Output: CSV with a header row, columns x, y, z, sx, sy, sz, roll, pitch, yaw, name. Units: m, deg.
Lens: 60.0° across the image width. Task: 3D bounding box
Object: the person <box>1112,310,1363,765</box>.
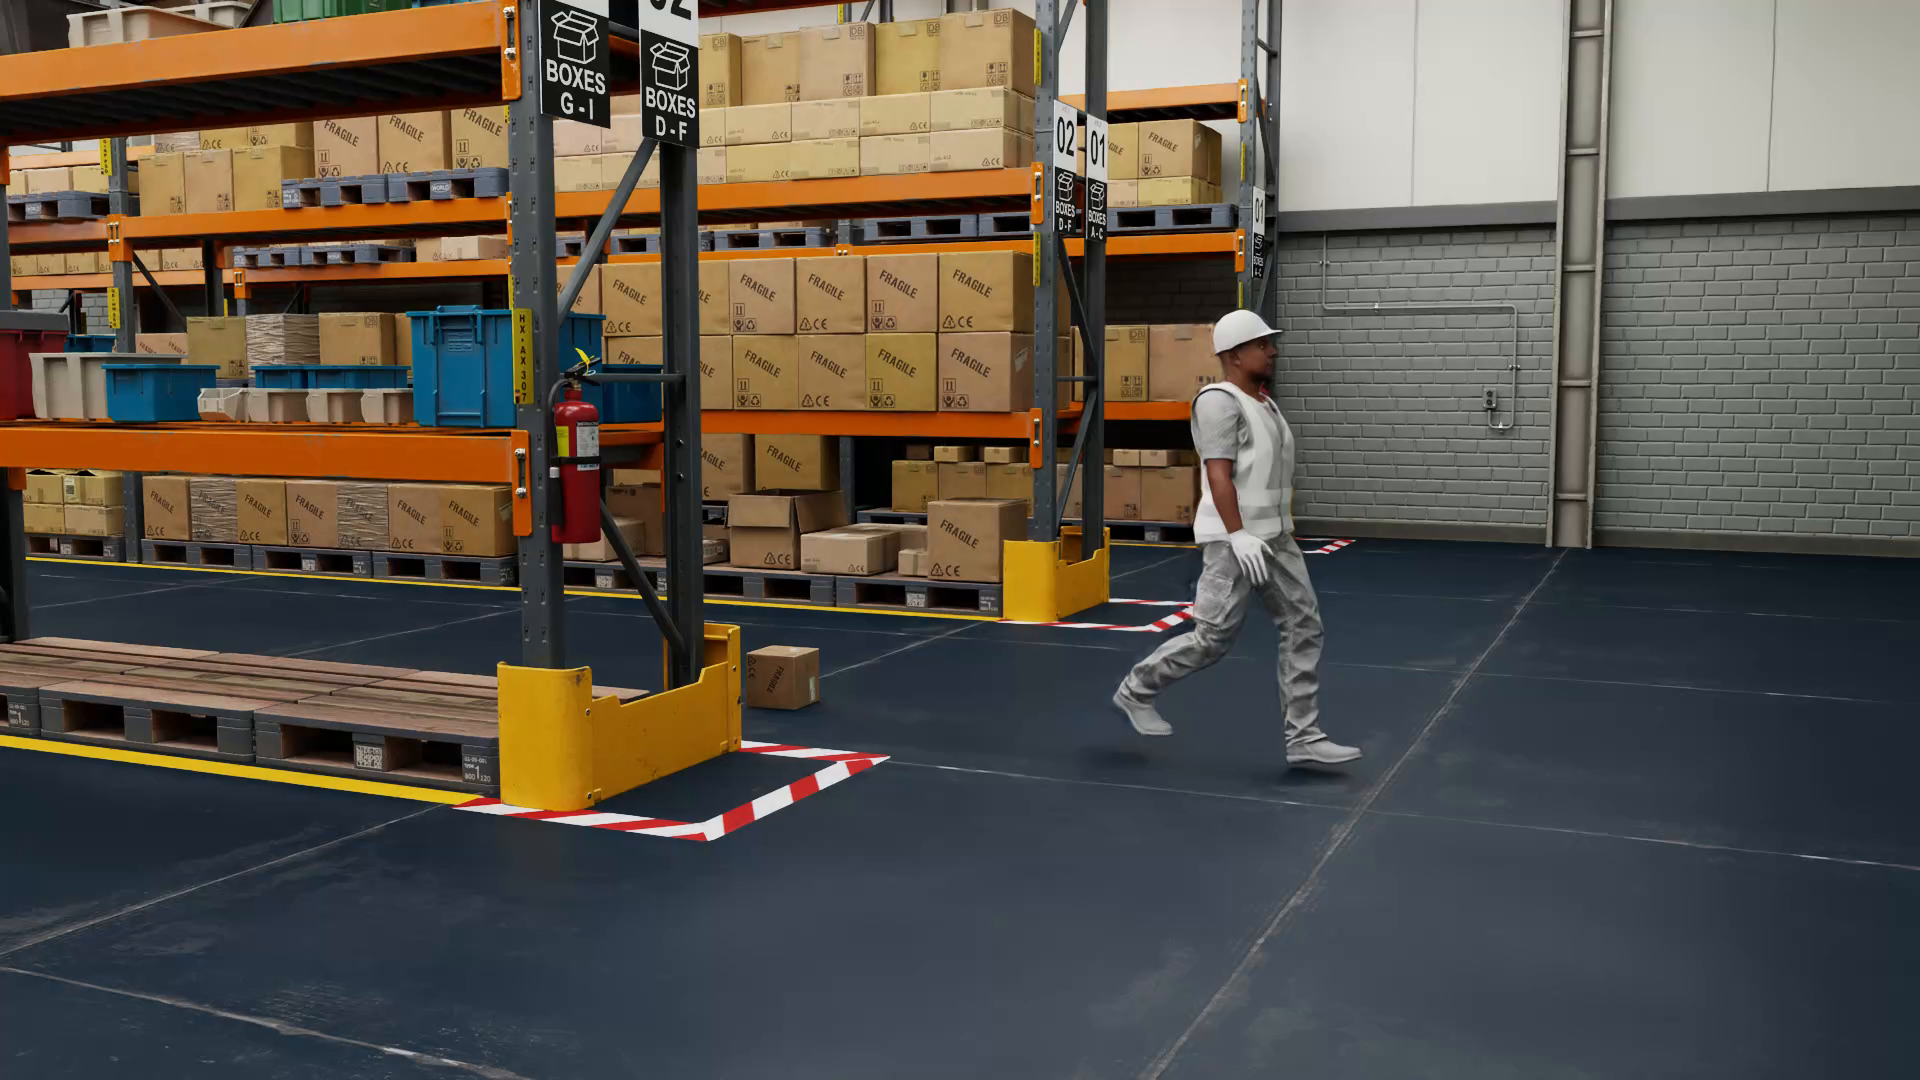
x,y,z,sx,sy,sz,roll,pitch,yaw,name
1.077,-0.010,6.438,0.993,1.746,0.546,4,7,36,person
